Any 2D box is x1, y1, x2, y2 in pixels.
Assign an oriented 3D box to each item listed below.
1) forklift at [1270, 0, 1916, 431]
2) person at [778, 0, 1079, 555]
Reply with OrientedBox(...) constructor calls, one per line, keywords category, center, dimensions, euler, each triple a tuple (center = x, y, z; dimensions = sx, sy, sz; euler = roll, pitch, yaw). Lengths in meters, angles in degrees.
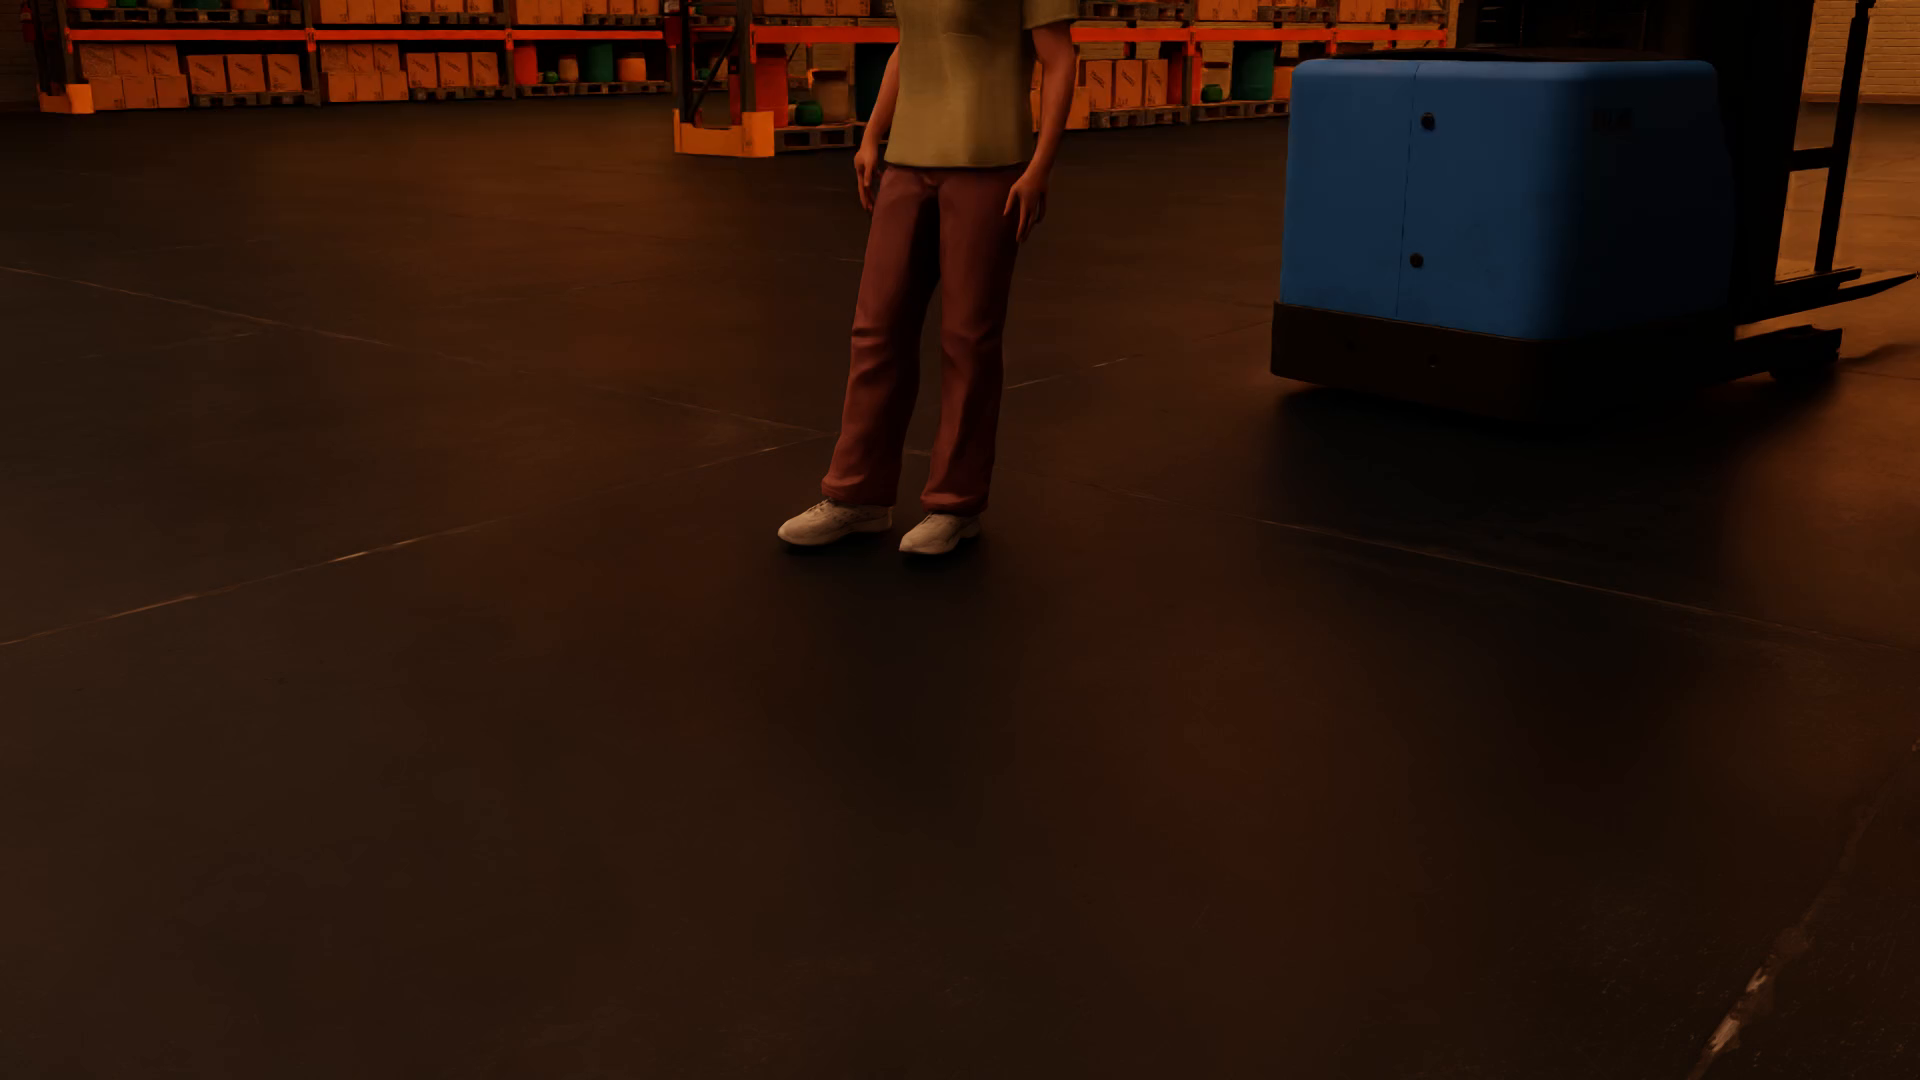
OrientedBox(category="forklift", center=(2.484, -2.056, 5.668), dimensions=(3.031, 2.935, 1.130), euler=(-14, 22, -38))
OrientedBox(category="person", center=(-0.056, -0.794, 3.649), dimensions=(0.553, 1.673, 0.548), euler=(13, 21, 37))
